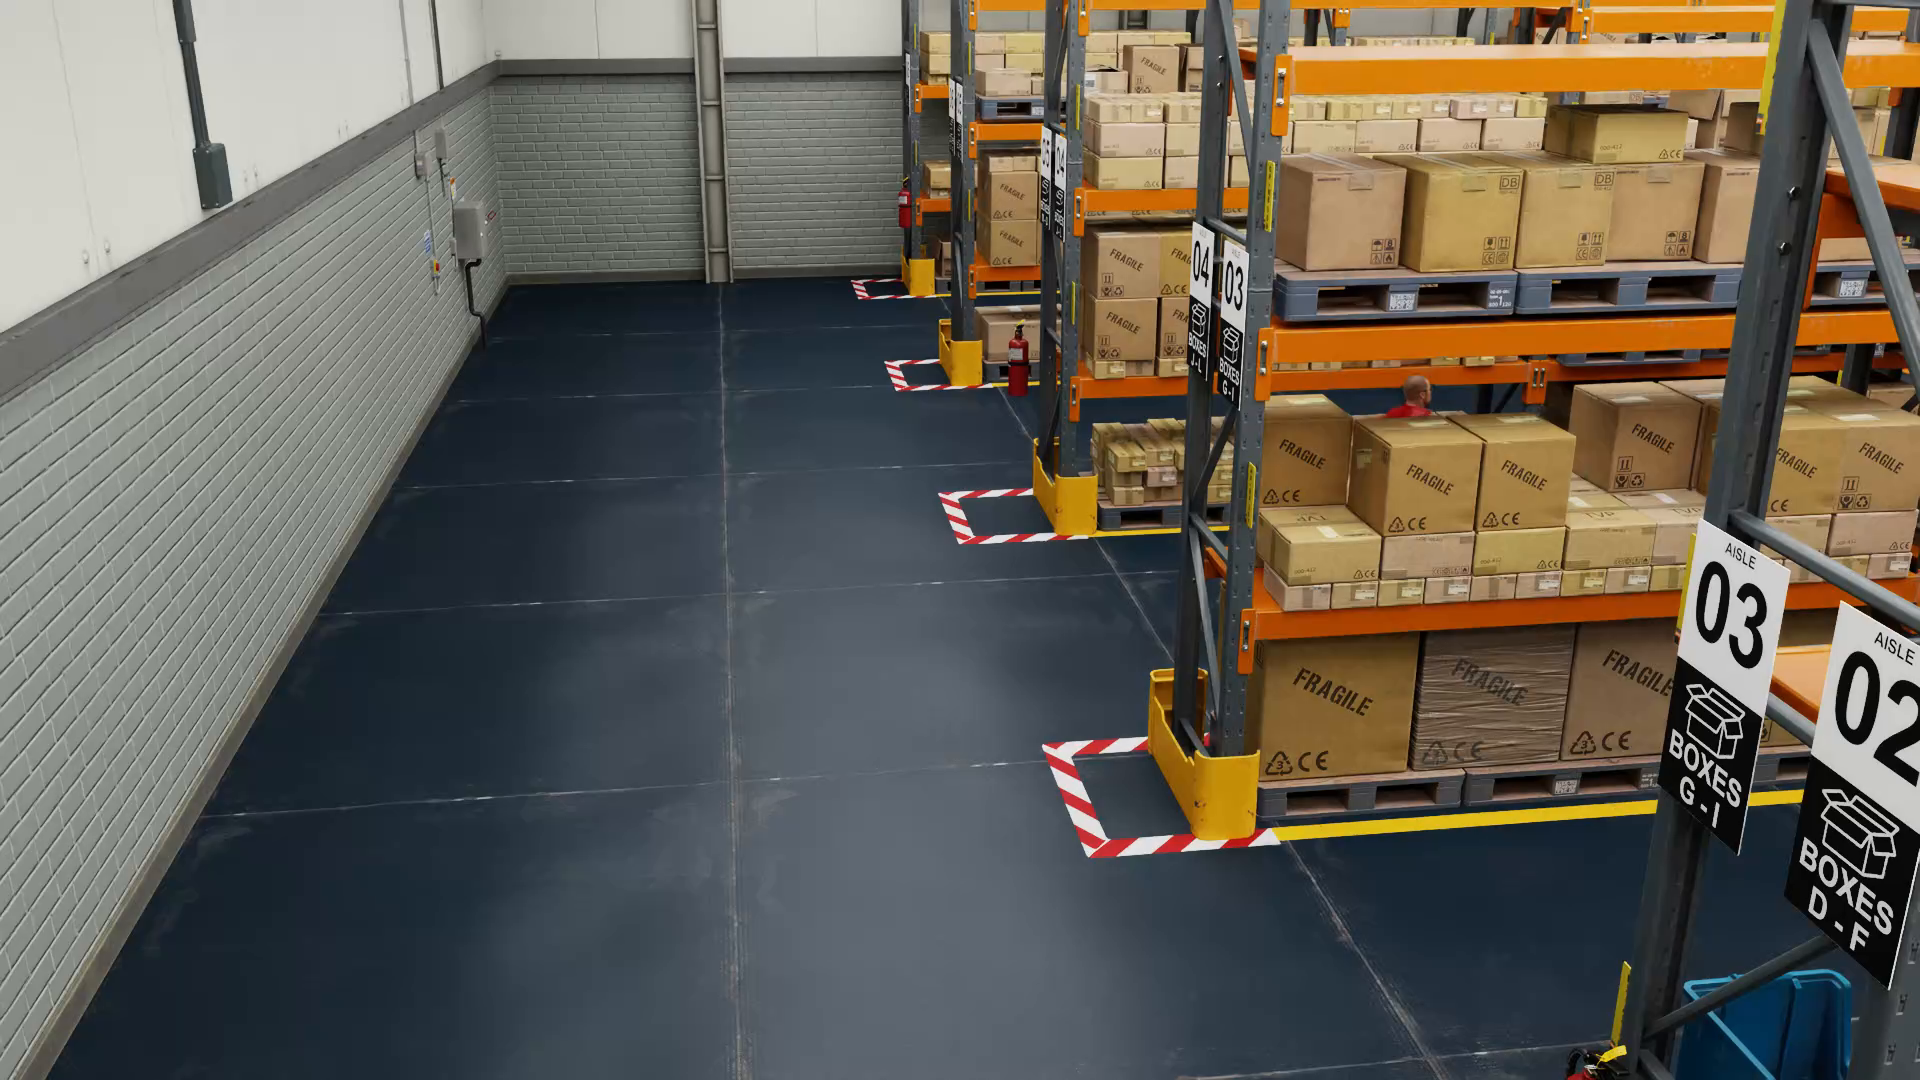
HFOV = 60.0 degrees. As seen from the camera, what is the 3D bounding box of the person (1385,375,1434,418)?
[{"bbox_3d":[3.236,-0.355,12.028,0.646,1.707,0.539,-8,21,-21],"label":"person"}]
